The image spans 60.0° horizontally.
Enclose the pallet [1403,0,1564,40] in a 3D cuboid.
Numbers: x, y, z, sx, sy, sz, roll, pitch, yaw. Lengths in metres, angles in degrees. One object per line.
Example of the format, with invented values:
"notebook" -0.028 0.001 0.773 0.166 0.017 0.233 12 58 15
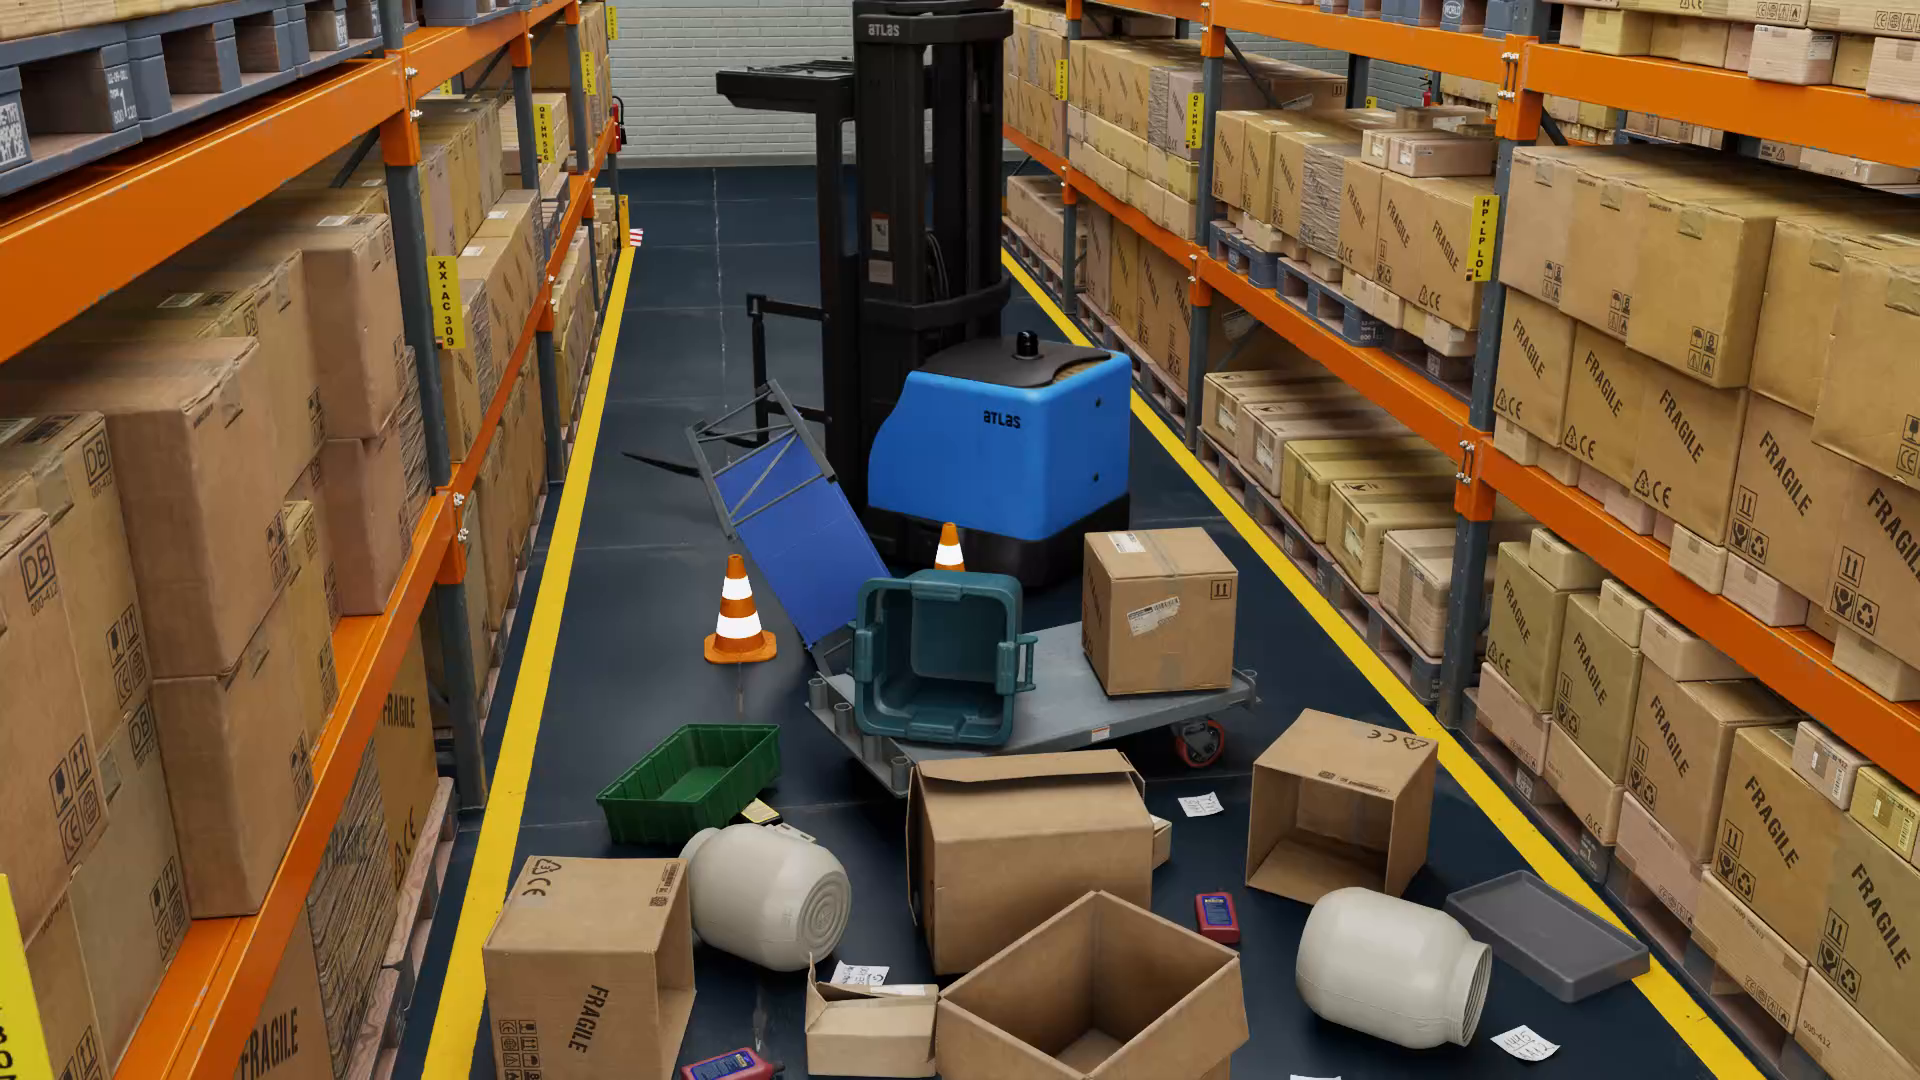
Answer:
"pallet" 2.563 -2.175 6.735 1.213 0.211 1.003 -3 21 -8

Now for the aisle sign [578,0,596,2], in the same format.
"aisle sign" -3.781 -5.767 16.655 0.394 0.787 0.004 -3 21 -8

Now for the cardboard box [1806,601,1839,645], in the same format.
"cardboard box" 2.656 0.215 4.713 0.380 0.149 0.250 -3 21 -8

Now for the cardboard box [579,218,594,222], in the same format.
"cardboard box" -3.539 -2.849 15.181 0.380 0.149 0.250 -4 21 -10

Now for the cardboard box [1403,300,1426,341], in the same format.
"cardboard box" 2.178 -0.975 7.297 0.380 0.149 0.250 -4 21 -9

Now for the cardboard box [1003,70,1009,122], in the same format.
"cardboard box" 0.702 -4.486 16.798 0.500 0.500 0.500 -3 21 -9

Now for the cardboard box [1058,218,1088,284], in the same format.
"cardboard box" 1.409 -2.628 15.027 0.875 0.438 0.875 -3 21 -9

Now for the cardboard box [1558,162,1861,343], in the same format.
"cardboard box" 2.447 -0.952 5.482 0.700 0.500 0.500 -3 21 -7

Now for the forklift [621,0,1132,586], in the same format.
"forklift" -0.588 -1.501 9.045 3.031 2.935 1.130 13 24 31

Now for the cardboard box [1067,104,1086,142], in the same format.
"cardboard box" 1.178 -3.406 13.549 0.500 0.250 0.500 -4 21 -9

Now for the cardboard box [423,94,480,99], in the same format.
"cardboard box" -3.889 -3.322 12.733 0.380 0.149 0.250 -2 21 -5

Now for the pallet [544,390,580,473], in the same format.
"pallet" -3.025 -0.704 10.798 1.003 0.211 1.213 -3 21 -8

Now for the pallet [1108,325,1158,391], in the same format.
"pallet" 1.758 -1.416 12.705 1.003 0.211 1.213 -3 21 -8

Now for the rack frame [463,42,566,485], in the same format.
"rack frame" -2.914 -1.739 9.586 1.000 3.000 0.127 -3 21 -8

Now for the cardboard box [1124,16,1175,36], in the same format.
"cardboard box" 1.604 -4.350 14.078 0.380 0.149 0.250 -3 21 -9

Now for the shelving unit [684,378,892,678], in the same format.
"shelving unit" -0.674 0.024 7.457 0.538 1.048 1.500 -30 25 -3

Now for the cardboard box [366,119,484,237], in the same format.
"cardboard box" -2.709 -1.746 8.032 0.700 0.500 0.500 -3 21 -9

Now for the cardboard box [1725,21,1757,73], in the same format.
"cardboard box" 2.500 -1.451 4.885 0.380 0.149 0.250 -4 21 -9

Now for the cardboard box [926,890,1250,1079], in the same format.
"cardboard box" 0.365 1.435 4.655 0.637 0.503 0.797 17 27 39

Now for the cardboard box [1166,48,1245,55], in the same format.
"cardboard box" 1.842 -3.427 12.532 0.500 0.500 0.500 -2 21 -6

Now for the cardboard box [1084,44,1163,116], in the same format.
"cardboard box" 1.273 -3.583 12.949 0.500 0.500 0.500 -3 21 -8

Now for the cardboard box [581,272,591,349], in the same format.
"cardboard box" -3.061 -1.729 12.530 0.500 0.500 0.500 -3 21 -9

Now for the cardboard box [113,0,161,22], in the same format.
"cardboard box" -1.639 -0.985 2.895 0.380 0.149 0.250 -3 21 -8

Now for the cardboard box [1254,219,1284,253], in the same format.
"cardboard box" 1.853 -1.688 9.208 0.380 0.149 0.250 -3 21 -7

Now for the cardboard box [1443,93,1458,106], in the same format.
"cardboard box" 5.504 -4.800 18.140 0.380 0.149 0.250 -3 21 -8

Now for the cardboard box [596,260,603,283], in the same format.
"cardboard box" -3.226 -2.266 14.047 0.380 0.149 0.250 -2 21 -5

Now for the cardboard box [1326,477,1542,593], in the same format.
"cardboard box" 2.361 -0.035 8.178 0.950 0.372 0.625 -2 21 -4

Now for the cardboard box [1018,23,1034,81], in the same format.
"cardboard box" 0.840 -4.599 15.672 0.500 0.500 0.500 -3 21 -8

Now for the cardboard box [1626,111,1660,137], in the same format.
"cardboard box" 6.153 -3.725 14.160 0.700 0.500 0.500 -2 21 -6

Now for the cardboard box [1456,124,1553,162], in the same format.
"cardboard box" 2.570 -1.877 7.860 0.380 0.149 0.250 -2 21 -5

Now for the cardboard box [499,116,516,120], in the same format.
"cardboard box" -3.012 -2.808 11.357 0.380 0.149 0.250 -3 21 -9

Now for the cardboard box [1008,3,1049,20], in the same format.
"cardboard box" 0.682 -5.203 16.360 0.380 0.149 0.250 -4 21 -10

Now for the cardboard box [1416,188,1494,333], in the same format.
"cardboard box" 2.253 -1.170 6.894 0.500 0.500 0.500 -3 21 -9

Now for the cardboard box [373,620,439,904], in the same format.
"cardboard box" -2.316 0.666 5.584 0.875 0.875 0.875 -3 21 -7

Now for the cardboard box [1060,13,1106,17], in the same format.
"cardboard box" 1.077 -4.502 14.484 0.380 0.149 0.250 -3 21 -8

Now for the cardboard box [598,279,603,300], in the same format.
"cardboard box" -3.225 -2.128 14.100 0.380 0.149 0.250 -4 21 -10

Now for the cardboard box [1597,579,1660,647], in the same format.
"cardboard box" 2.399 0.239 5.619 0.380 0.149 0.250 -2 21 -6

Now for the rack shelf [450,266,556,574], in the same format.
"rack shelf" -2.626 -0.710 7.858 1.077 0.370 4.000 -3 21 -8

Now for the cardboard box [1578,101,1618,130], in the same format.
"cardboard box" 5.990 -3.894 15.143 0.500 0.250 0.500 -2 21 -6

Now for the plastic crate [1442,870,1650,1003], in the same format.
"plastic crate" 1.961 1.314 5.585 0.402 0.080 0.583 -11 23 -26

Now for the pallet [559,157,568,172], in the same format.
"pallet" -3.524 -2.762 12.599 1.003 0.211 1.213 -3 21 -8

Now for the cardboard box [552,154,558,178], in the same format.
"cardboard box" -3.047 -2.625 11.716 0.380 0.149 0.250 -2 21 -5

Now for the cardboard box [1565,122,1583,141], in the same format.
"cardboard box" 5.888 -3.818 15.511 0.380 0.149 0.250 -2 21 -6

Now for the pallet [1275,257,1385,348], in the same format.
"pallet" 2.296 -1.251 8.552 1.003 0.211 1.213 -3 21 -8

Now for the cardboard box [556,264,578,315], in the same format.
"cardboard box" -2.906 -1.715 11.421 0.500 0.250 0.500 -3 21 -7

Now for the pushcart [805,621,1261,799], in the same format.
"pushcart" 0.297 0.722 6.745 1.648 0.377 0.936 -11 23 -26

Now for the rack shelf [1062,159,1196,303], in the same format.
"rack shelf" 1.681 -2.379 12.328 1.077 0.370 4.000 -3 21 -8

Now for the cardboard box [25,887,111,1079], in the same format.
"cardboard box" -1.859 0.834 2.481 0.875 0.550 0.550 -3 21 -8

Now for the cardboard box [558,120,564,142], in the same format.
"cardboard box" -3.166 -3.038 12.396 0.380 0.149 0.250 -2 21 -5

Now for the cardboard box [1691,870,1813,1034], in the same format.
"cardboard box" 2.592 1.210 5.018 0.500 0.250 0.500 -4 21 -10

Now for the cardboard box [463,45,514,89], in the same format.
"cardboard box" -3.826 -3.928 13.449 0.500 0.500 0.500 -4 21 -10

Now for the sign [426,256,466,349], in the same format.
"sign" -1.788 -0.826 5.789 0.100 0.325 0.005 -3 21 -8

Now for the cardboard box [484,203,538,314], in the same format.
"cardboard box" -2.513 -1.471 8.725 0.500 0.500 0.500 -3 21 -8

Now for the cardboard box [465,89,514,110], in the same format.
"cardboard box" -3.840 -3.464 13.635 0.500 0.500 0.500 -3 21 -8
